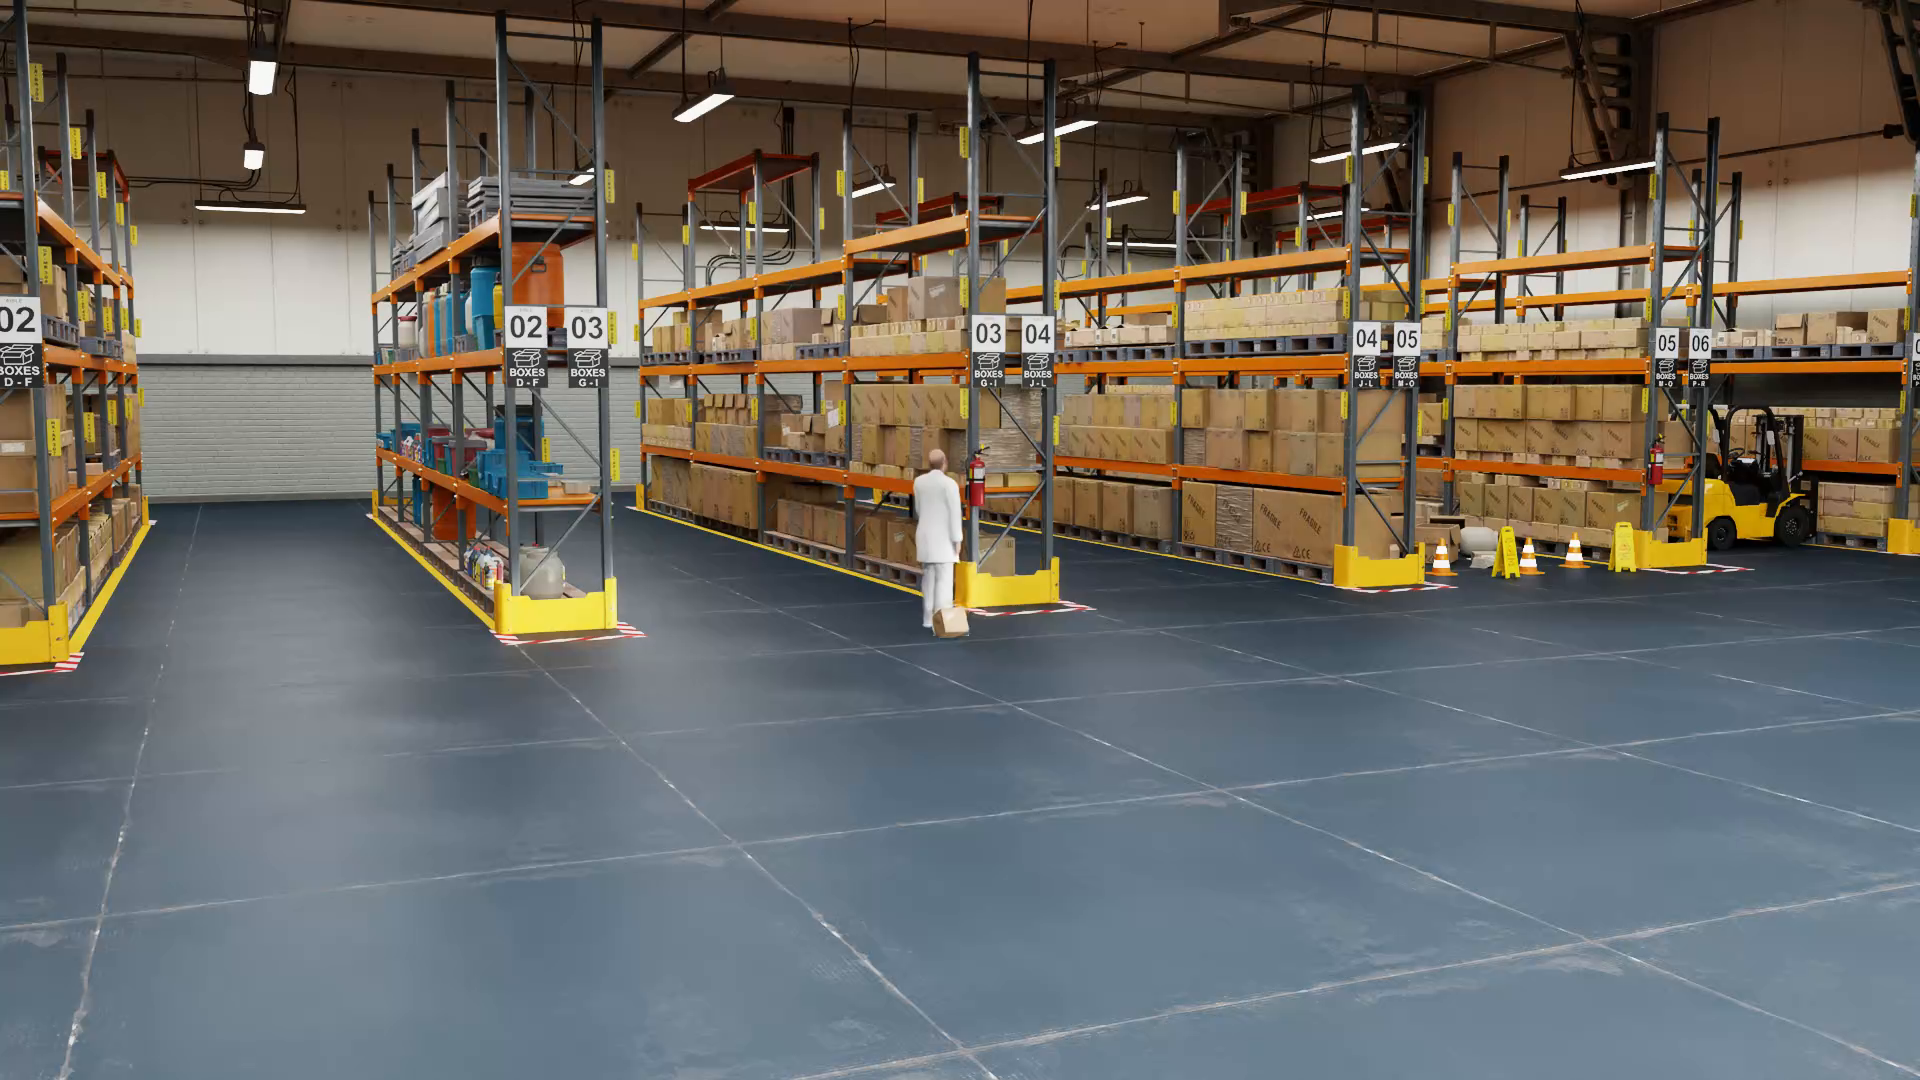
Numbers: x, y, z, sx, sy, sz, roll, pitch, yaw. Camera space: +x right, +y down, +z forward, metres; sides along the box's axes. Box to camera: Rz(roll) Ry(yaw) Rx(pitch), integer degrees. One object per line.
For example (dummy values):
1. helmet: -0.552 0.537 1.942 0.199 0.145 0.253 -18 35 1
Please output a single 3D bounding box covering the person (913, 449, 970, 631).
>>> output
1. person: -0.159 -0.001 16.377 0.595 1.786 0.502 5 7 44
